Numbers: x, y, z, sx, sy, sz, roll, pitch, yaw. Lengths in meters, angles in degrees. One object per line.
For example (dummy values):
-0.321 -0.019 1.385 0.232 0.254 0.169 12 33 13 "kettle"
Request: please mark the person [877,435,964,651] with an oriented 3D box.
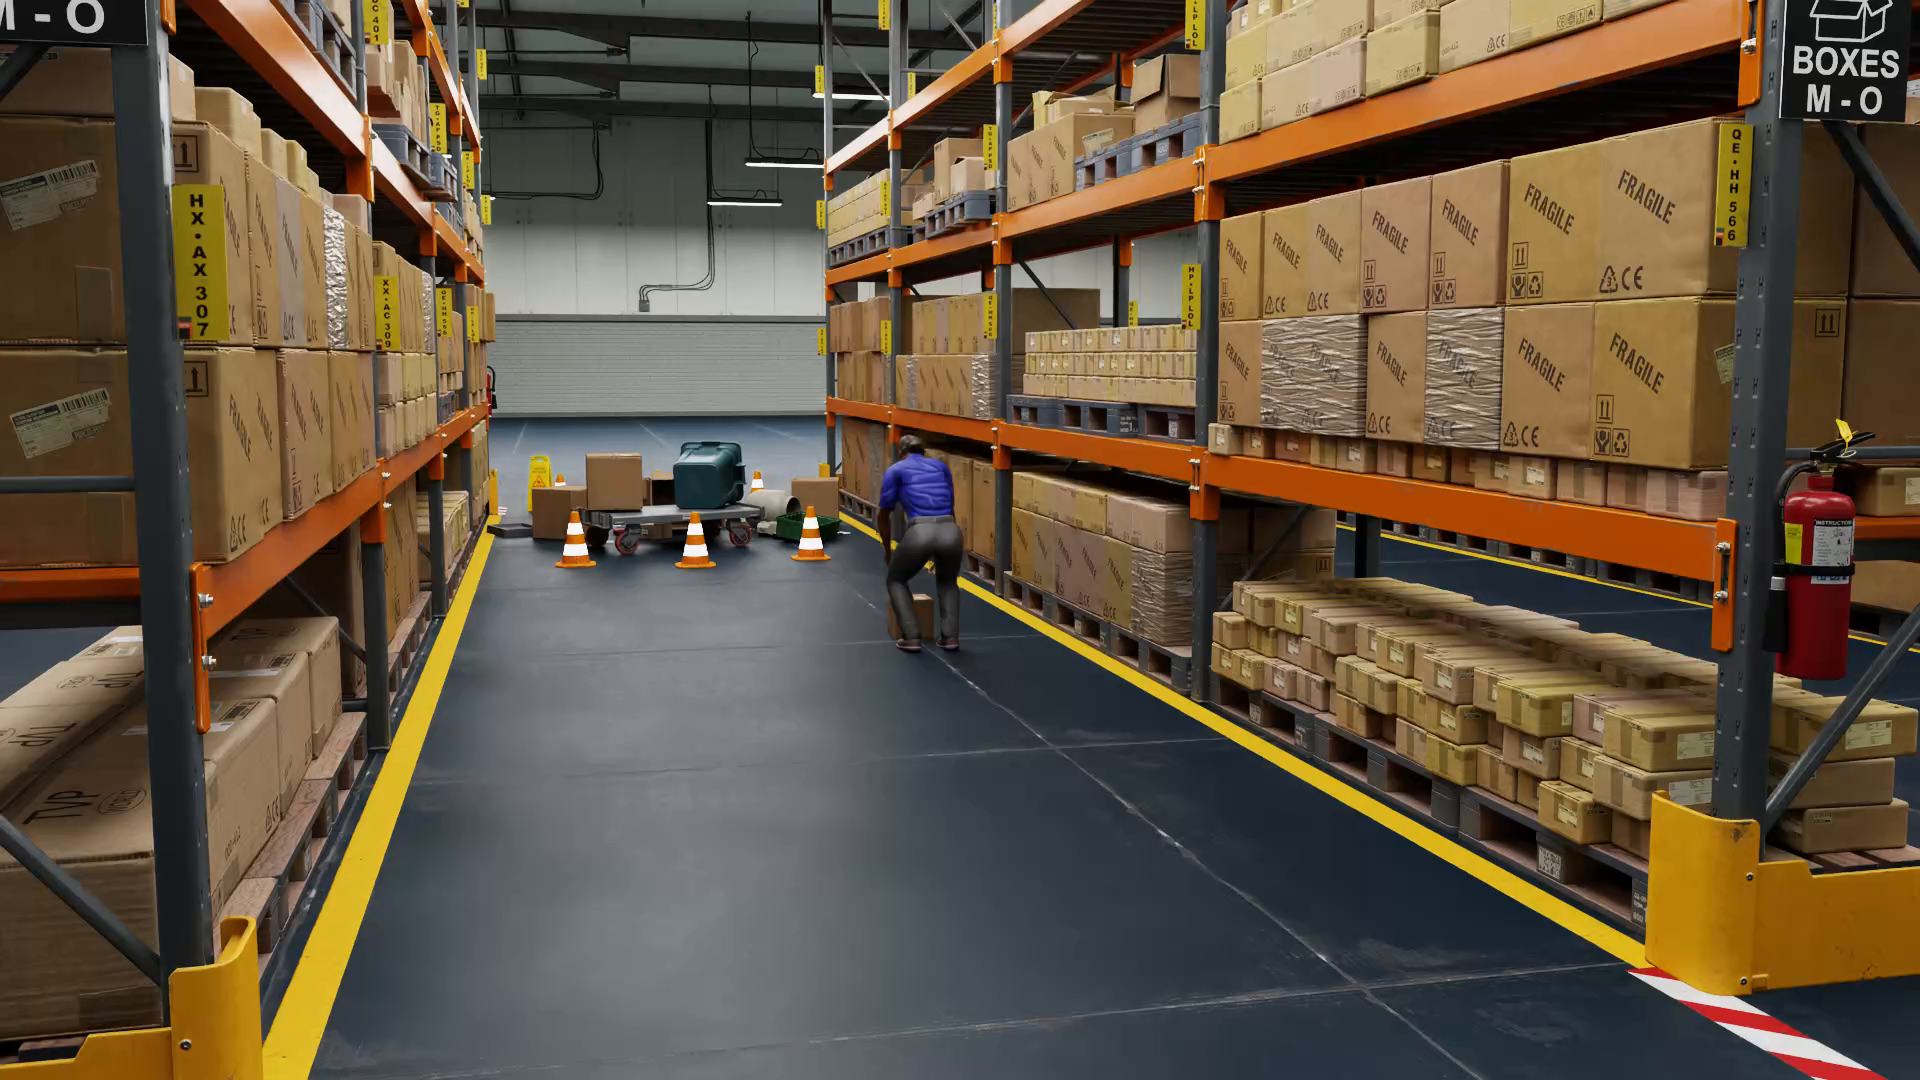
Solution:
-0.246 0.019 10.193 0.497 1.306 0.669 -2 6 -14 "person"
